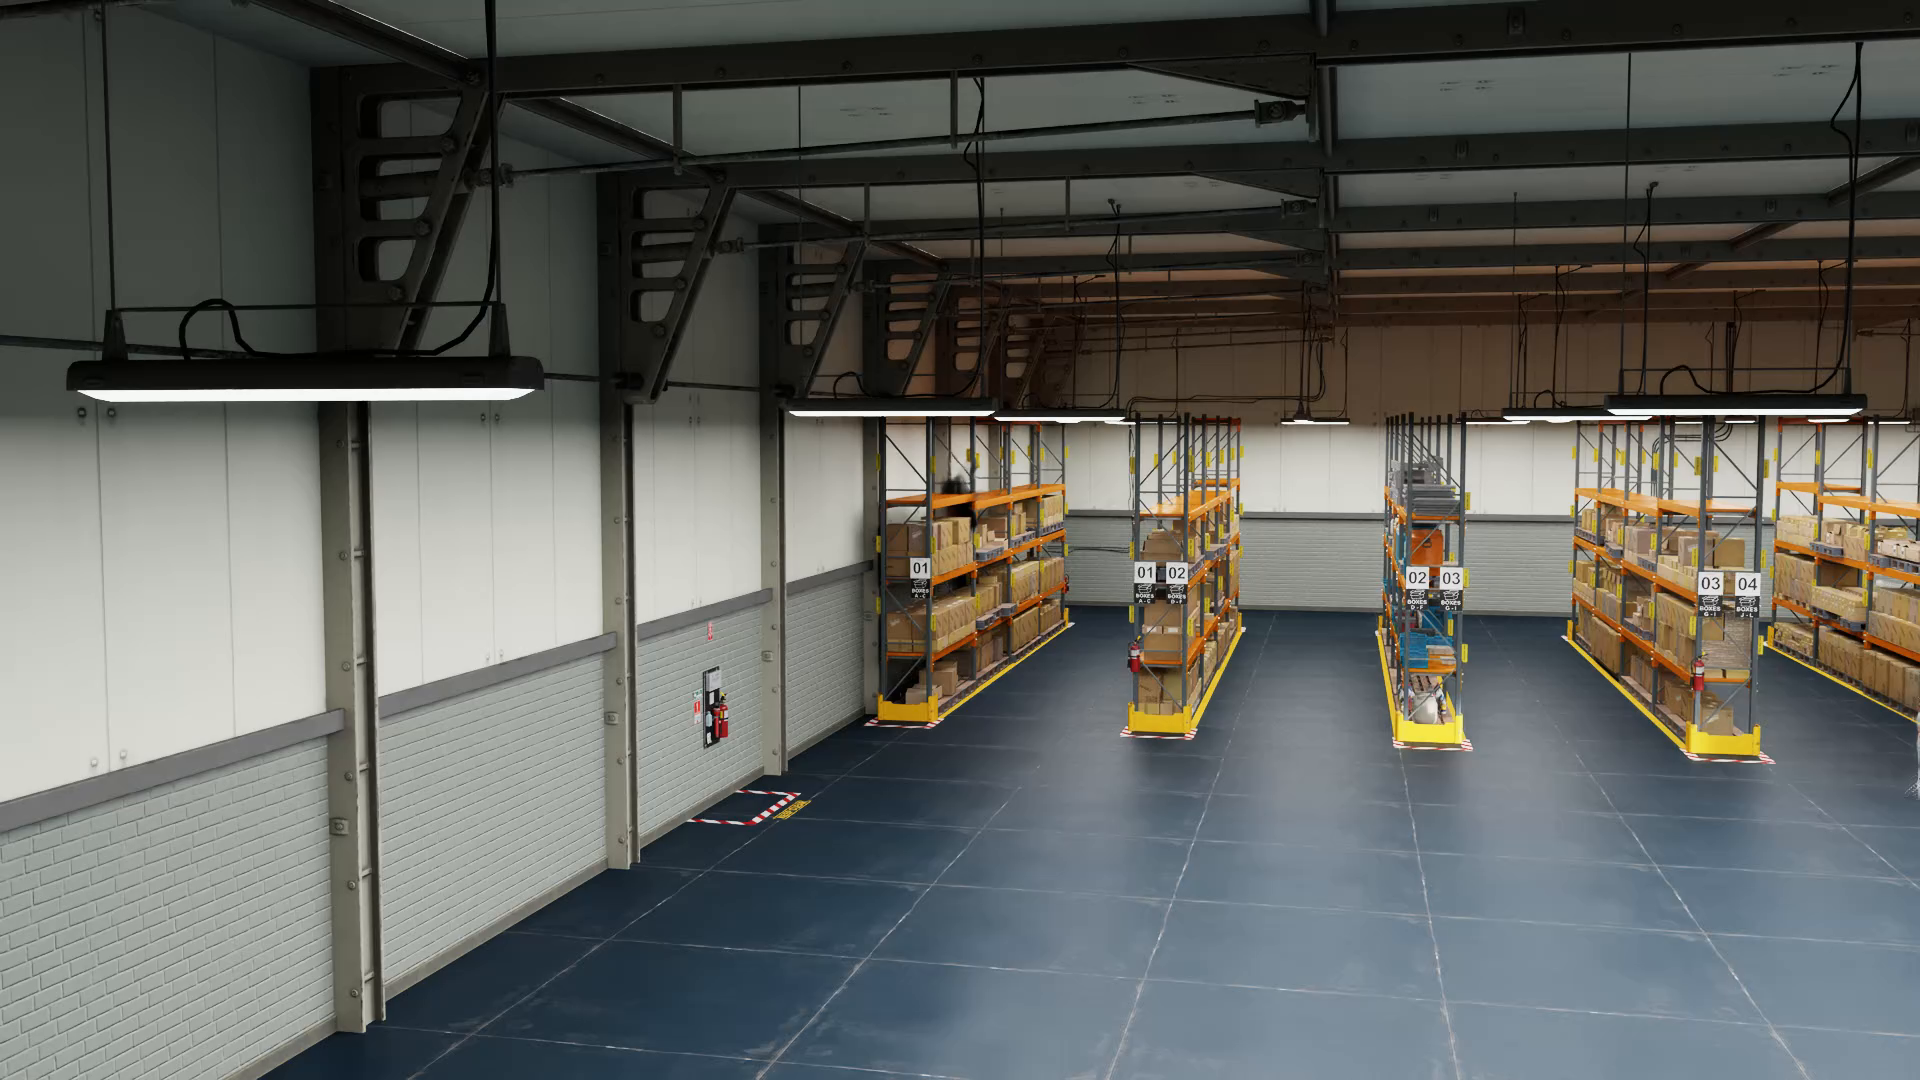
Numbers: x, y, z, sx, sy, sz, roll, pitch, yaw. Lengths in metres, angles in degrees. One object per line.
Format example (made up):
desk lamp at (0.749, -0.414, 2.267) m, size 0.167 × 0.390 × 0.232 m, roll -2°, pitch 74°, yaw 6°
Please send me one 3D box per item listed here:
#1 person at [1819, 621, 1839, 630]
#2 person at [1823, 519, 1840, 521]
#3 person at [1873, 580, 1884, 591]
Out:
person at (23.080, 1.828, 44.137) m, size 0.705 × 1.624 × 0.649 m, roll -1°, pitch 4°, yaw -19°
person at (24.731, 1.224, 41.138) m, size 6.651 × 3.451 × 0.829 m, roll 0°, pitch 4°, yaw 4°
person at (23.683, 1.733, 35.787) m, size 2.096 × 3.236 × 17.706 m, roll 1°, pitch 4°, yaw 11°
